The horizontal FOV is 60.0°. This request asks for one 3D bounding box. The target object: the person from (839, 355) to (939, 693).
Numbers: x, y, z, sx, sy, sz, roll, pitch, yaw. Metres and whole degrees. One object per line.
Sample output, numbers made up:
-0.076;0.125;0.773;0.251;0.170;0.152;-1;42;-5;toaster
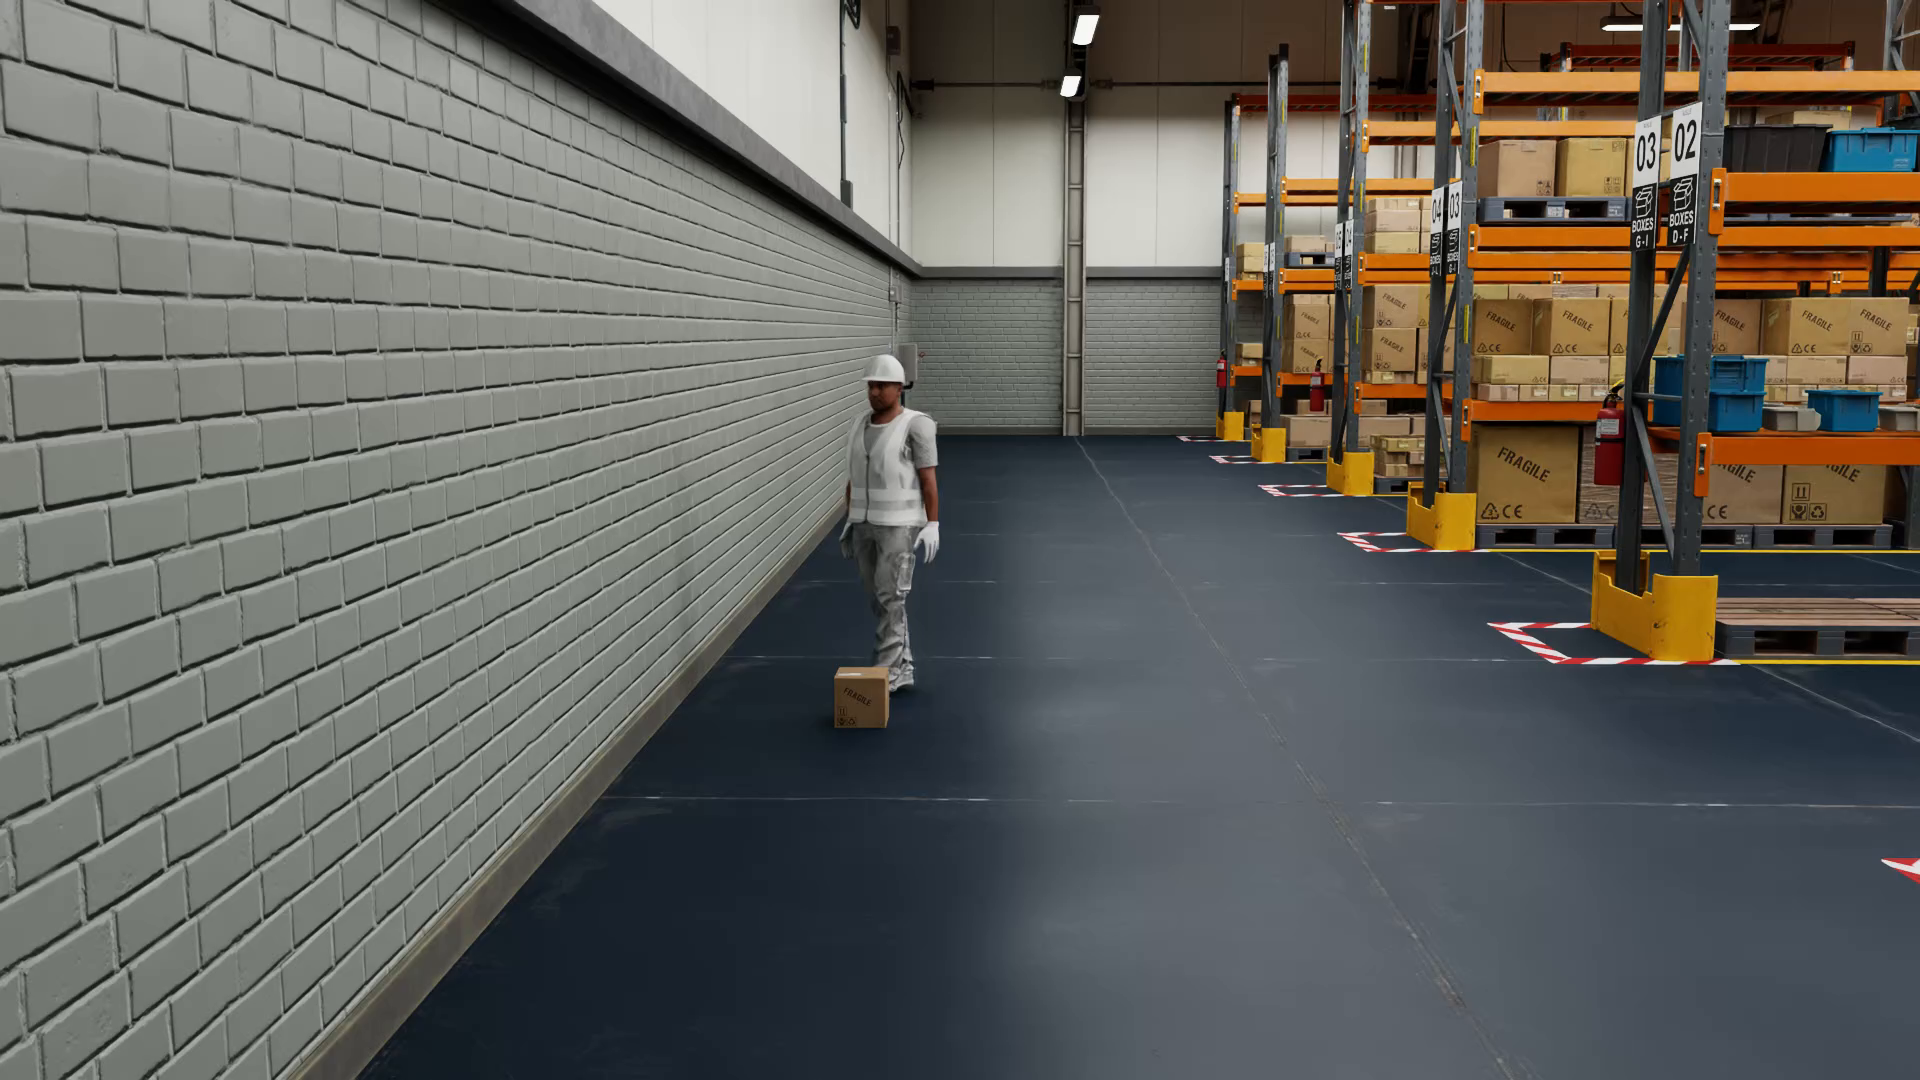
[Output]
-0.409;-0.055;8.564;0.574;1.787;0.612;6;9;38;person
